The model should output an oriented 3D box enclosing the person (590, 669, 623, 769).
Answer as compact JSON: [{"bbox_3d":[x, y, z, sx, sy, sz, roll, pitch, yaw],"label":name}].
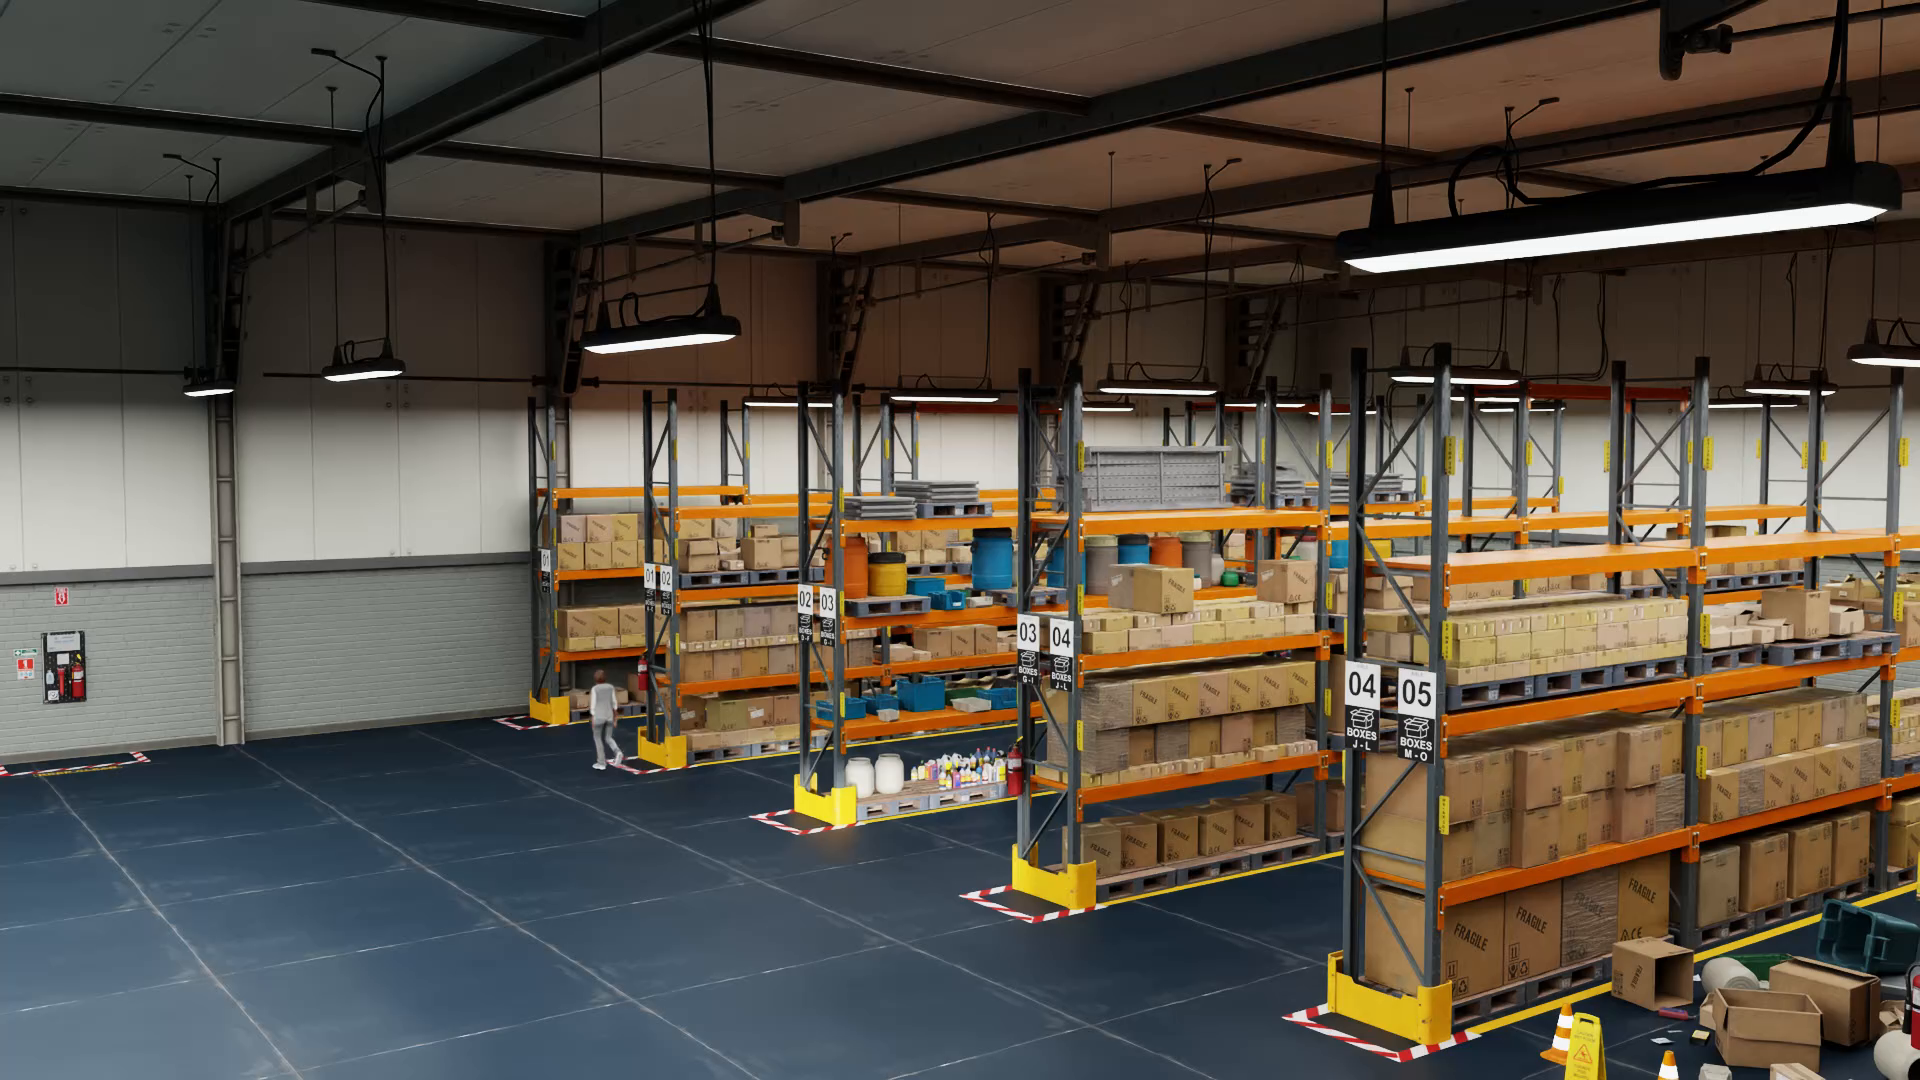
[{"bbox_3d":[-5.553,2.820,26.078,0.413,1.578,0.605,-3,5,-43],"label":"person"}]
